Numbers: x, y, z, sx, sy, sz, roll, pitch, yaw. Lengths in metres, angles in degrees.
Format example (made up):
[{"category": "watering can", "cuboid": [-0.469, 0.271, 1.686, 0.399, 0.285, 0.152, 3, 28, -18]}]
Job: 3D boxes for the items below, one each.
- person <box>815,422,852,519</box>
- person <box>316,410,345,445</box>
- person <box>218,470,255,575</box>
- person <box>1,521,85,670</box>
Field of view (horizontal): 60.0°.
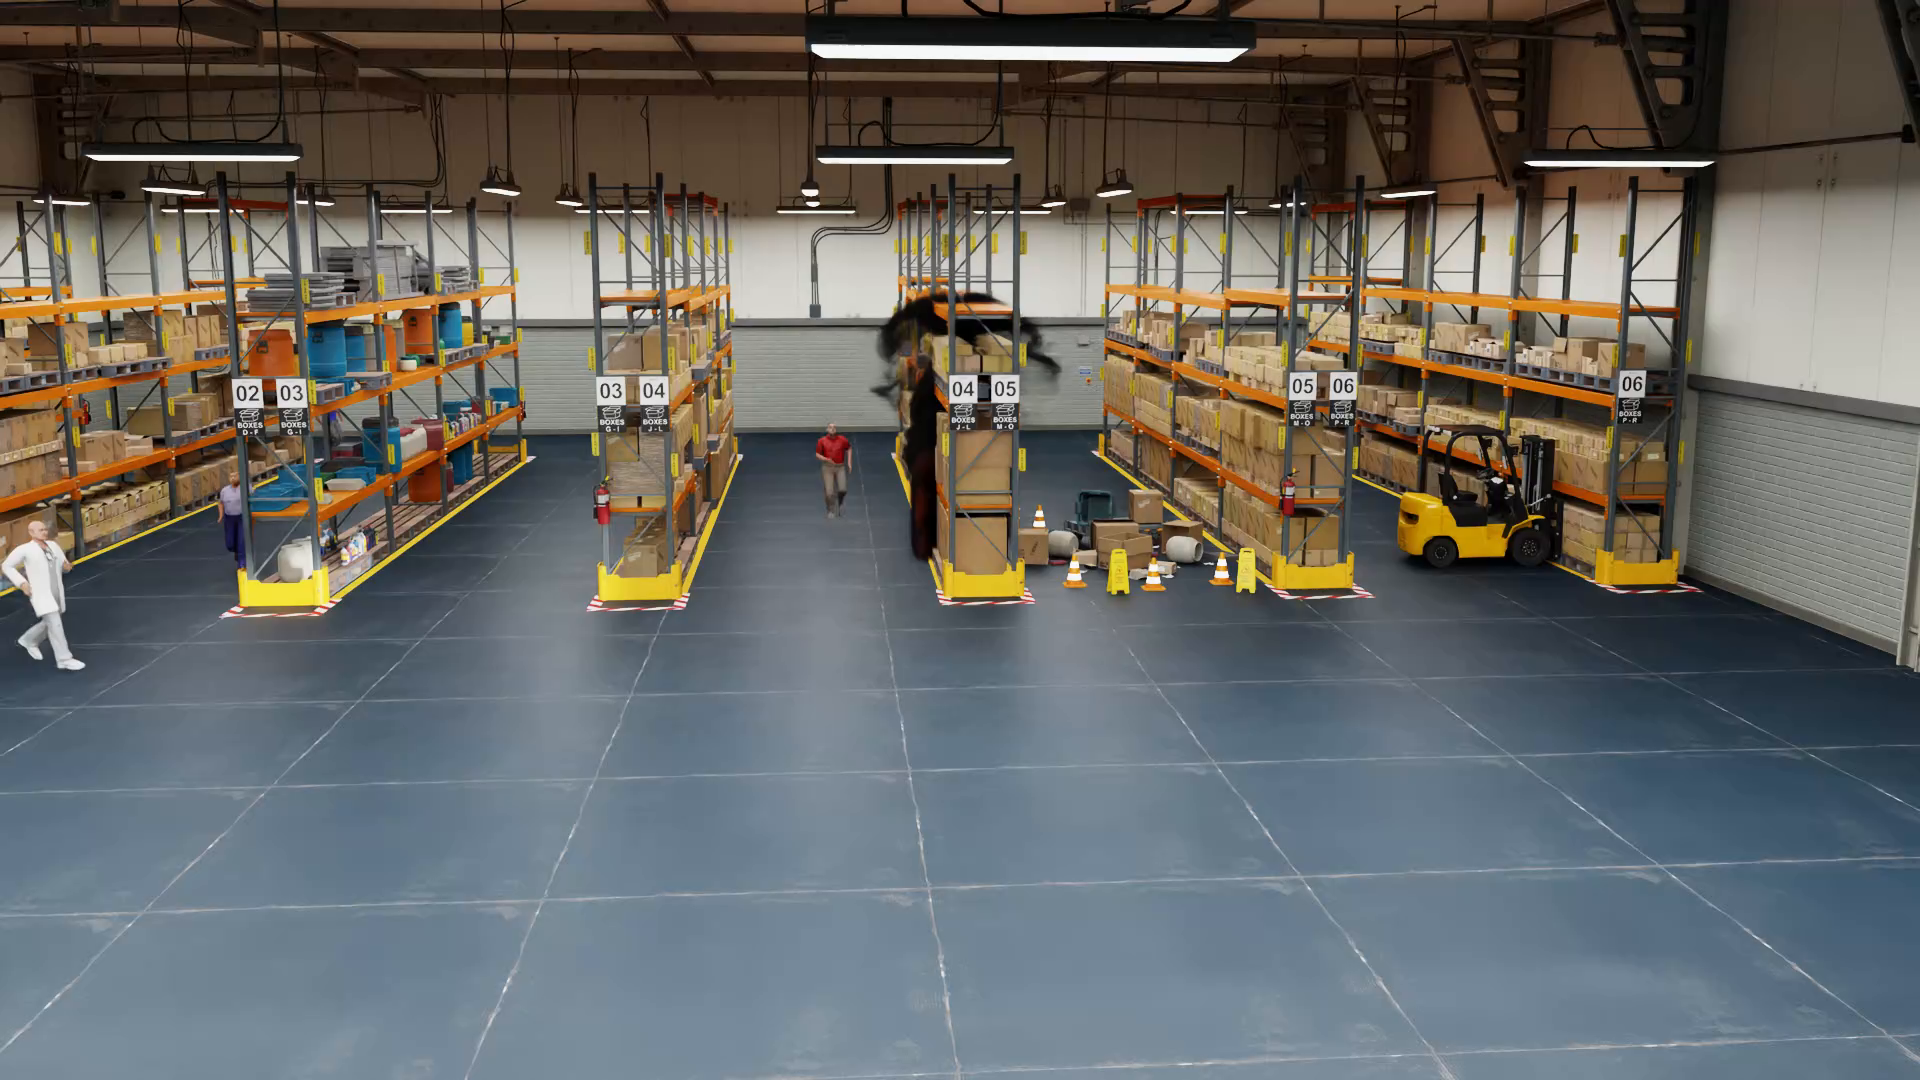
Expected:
[{"category": "person", "cuboid": [-2.178, -1.202, 29.046, 0.674, 1.707, 0.581, -2, 10, -14]}, {"category": "person", "cuboid": [-14.912, -2.706, 39.521, 0.486, 1.596, 0.629, 6, 11, 29]}, {"category": "person", "cuboid": [-11.181, -0.287, 25.803, 0.614, 1.609, 0.575, -1, 10, -8]}, {"category": "person", "cuboid": [-10.901, 0.643, 19.813, 1.050, 1.756, 0.704, 3, 10, 16]}]
